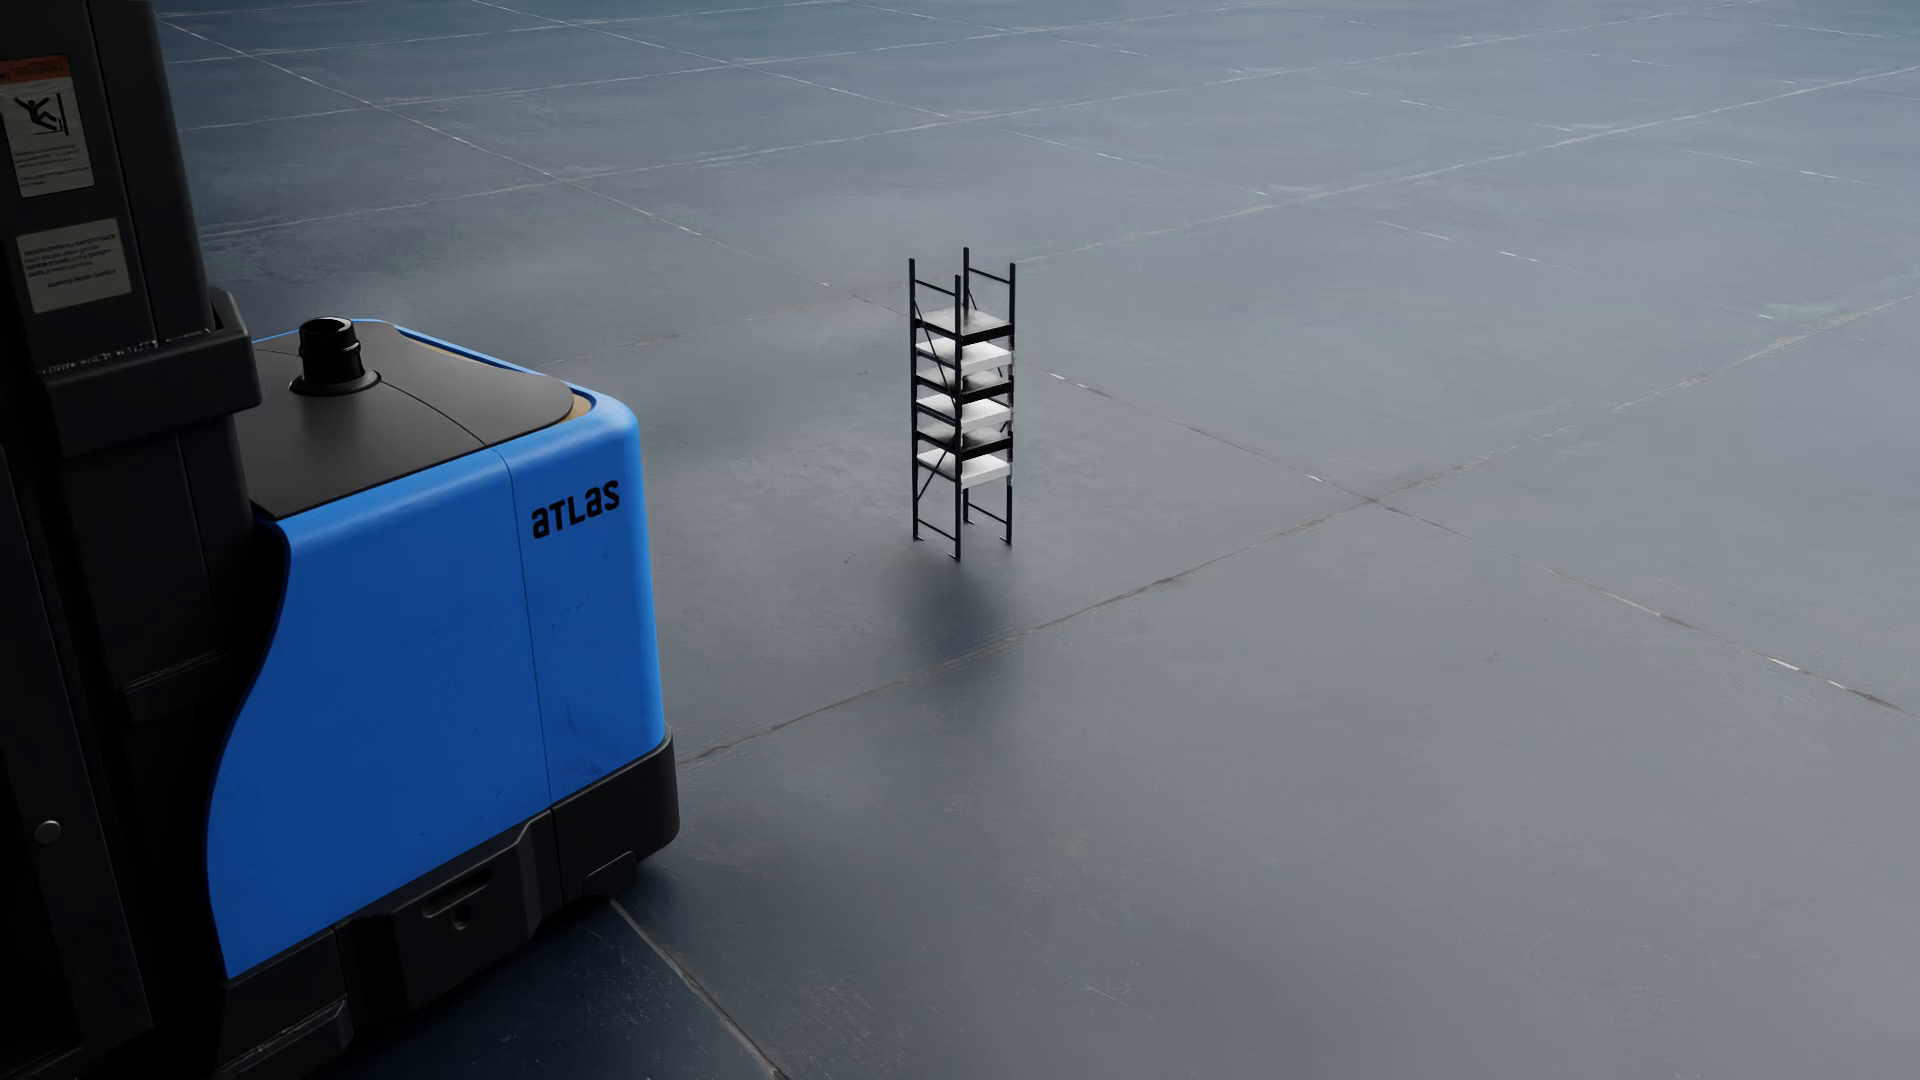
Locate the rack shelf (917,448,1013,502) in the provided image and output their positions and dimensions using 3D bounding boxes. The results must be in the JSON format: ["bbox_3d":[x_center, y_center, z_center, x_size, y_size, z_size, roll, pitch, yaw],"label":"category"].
[{"bbox_3d":[0.006,-0.217,5.155,0.200,0.077,0.258,-18,31,-34],"label":"rack shelf"}]

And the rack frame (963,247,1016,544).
[{"bbox_3d":[0.086,-0.437,5.122,0.006,0.900,0.240,-18,31,-34],"label":"rack frame"}]

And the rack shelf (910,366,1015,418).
[{"bbox_3d":[0.006,-0.462,5.041,0.200,0.077,0.258,-18,31,-34],"label":"rack shelf"}]

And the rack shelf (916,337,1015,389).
[{"bbox_3d":[0.006,-0.543,5.003,0.200,0.077,0.258,-18,31,-34],"label":"rack shelf"}]

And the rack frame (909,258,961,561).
[{"bbox_3d":[-0.074,-0.384,5.008,0.006,0.900,0.240,-18,31,-34],"label":"rack frame"}]

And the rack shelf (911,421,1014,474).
[{"bbox_3d":[0.006,-0.298,5.117,0.200,0.077,0.258,-18,31,-34],"label":"rack shelf"}]

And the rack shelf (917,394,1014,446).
[{"bbox_3d":[0.006,-0.380,5.079,0.200,0.077,0.258,-18,31,-34],"label":"rack shelf"}]

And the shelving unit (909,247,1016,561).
[{"bbox_3d":[0.006,-0.410,5.065,0.210,0.900,0.258,-18,31,-34],"label":"shelving unit"}]

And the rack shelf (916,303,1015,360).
[{"bbox_3d":[0.006,-0.625,4.965,0.200,0.077,0.258,-18,31,-34],"label":"rack shelf"}]

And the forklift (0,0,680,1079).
[{"bbox_3d":[-1.946,-0.275,2.361,1.130,2.935,3.031,19,31,35],"label":"forklift"}]
